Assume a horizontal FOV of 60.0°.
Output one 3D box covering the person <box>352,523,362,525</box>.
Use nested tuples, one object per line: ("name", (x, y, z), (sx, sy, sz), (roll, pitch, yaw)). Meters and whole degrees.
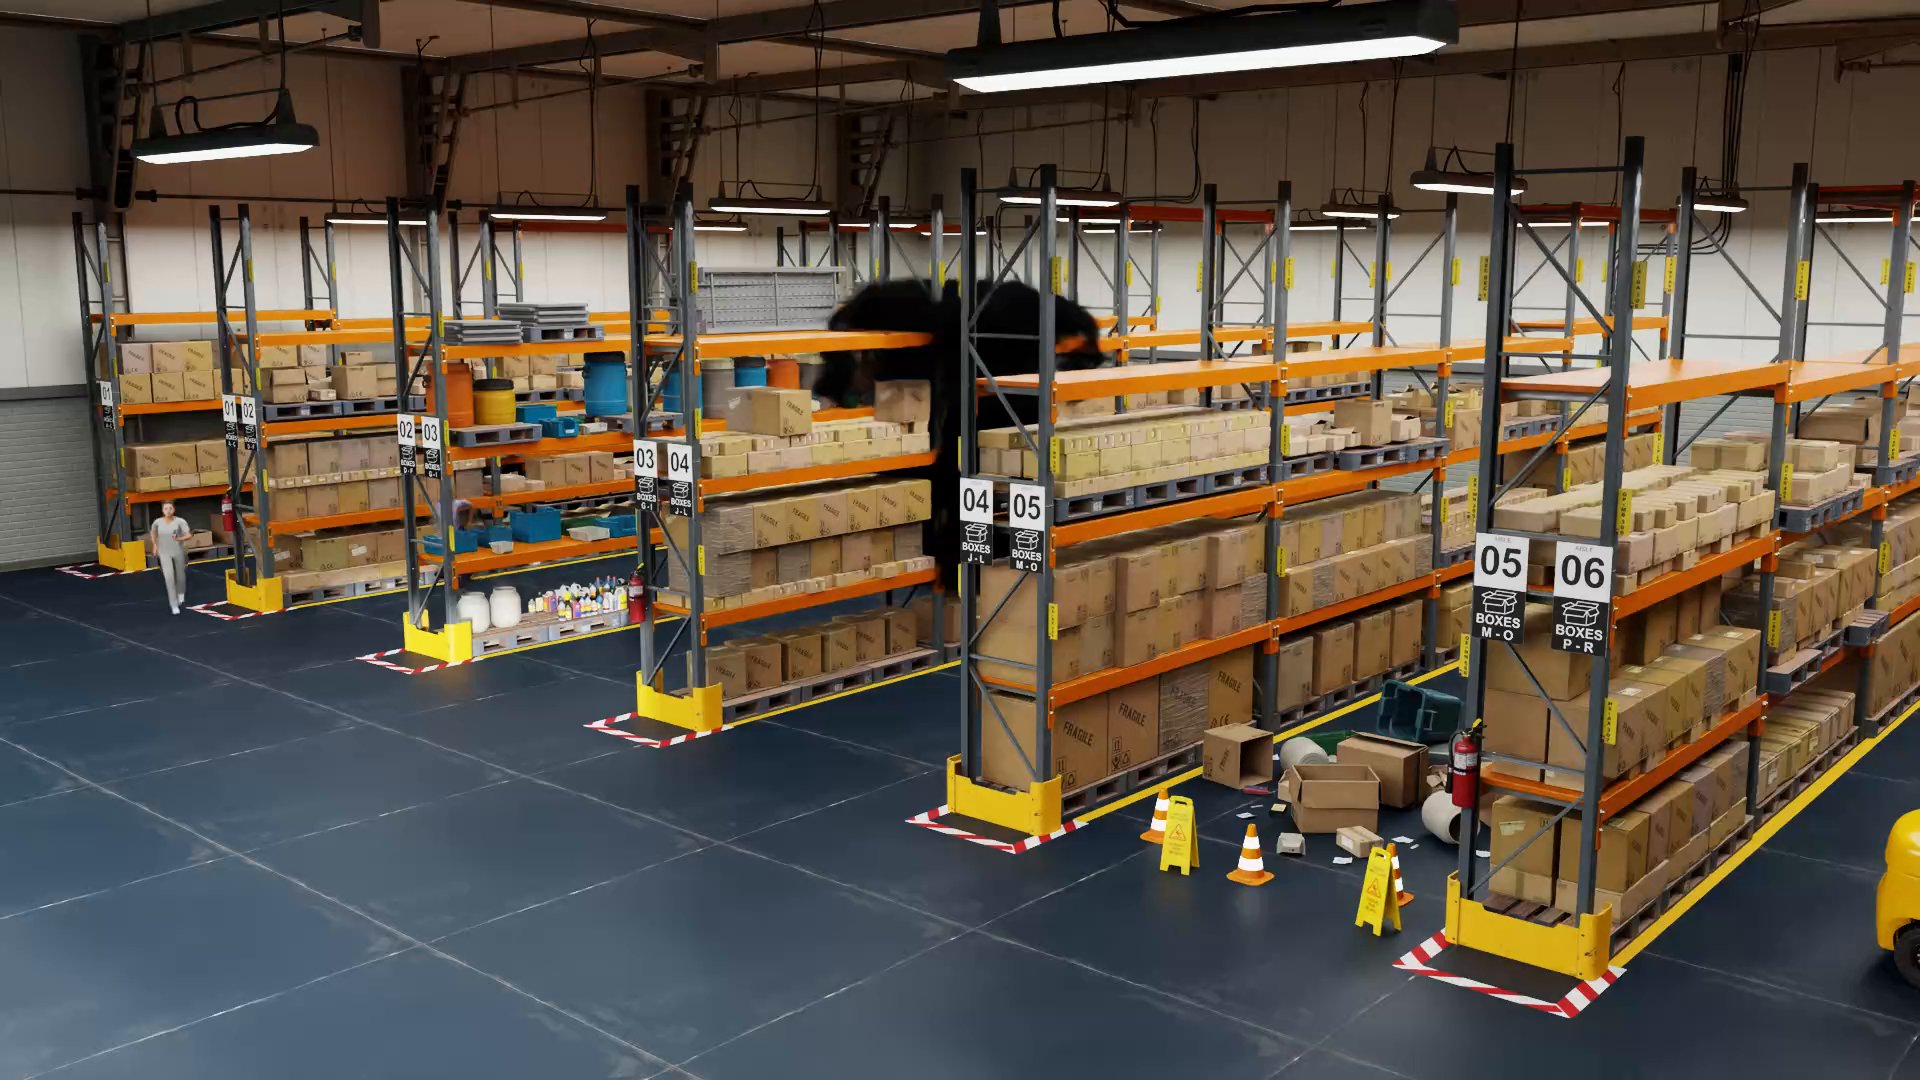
("person", (-10.384, -0.406, 28.779), (0.672, 1.701, 0.808), (4, 10, 24))

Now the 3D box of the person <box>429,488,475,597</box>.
("person", (-7.553, 0.026, 24.787), (0.590, 1.705, 0.866), (3, 10, 19))

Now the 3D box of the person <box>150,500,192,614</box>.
("person", (-11.730, 0.221, 24.765), (0.565, 1.652, 0.943), (-4, 10, -23))
